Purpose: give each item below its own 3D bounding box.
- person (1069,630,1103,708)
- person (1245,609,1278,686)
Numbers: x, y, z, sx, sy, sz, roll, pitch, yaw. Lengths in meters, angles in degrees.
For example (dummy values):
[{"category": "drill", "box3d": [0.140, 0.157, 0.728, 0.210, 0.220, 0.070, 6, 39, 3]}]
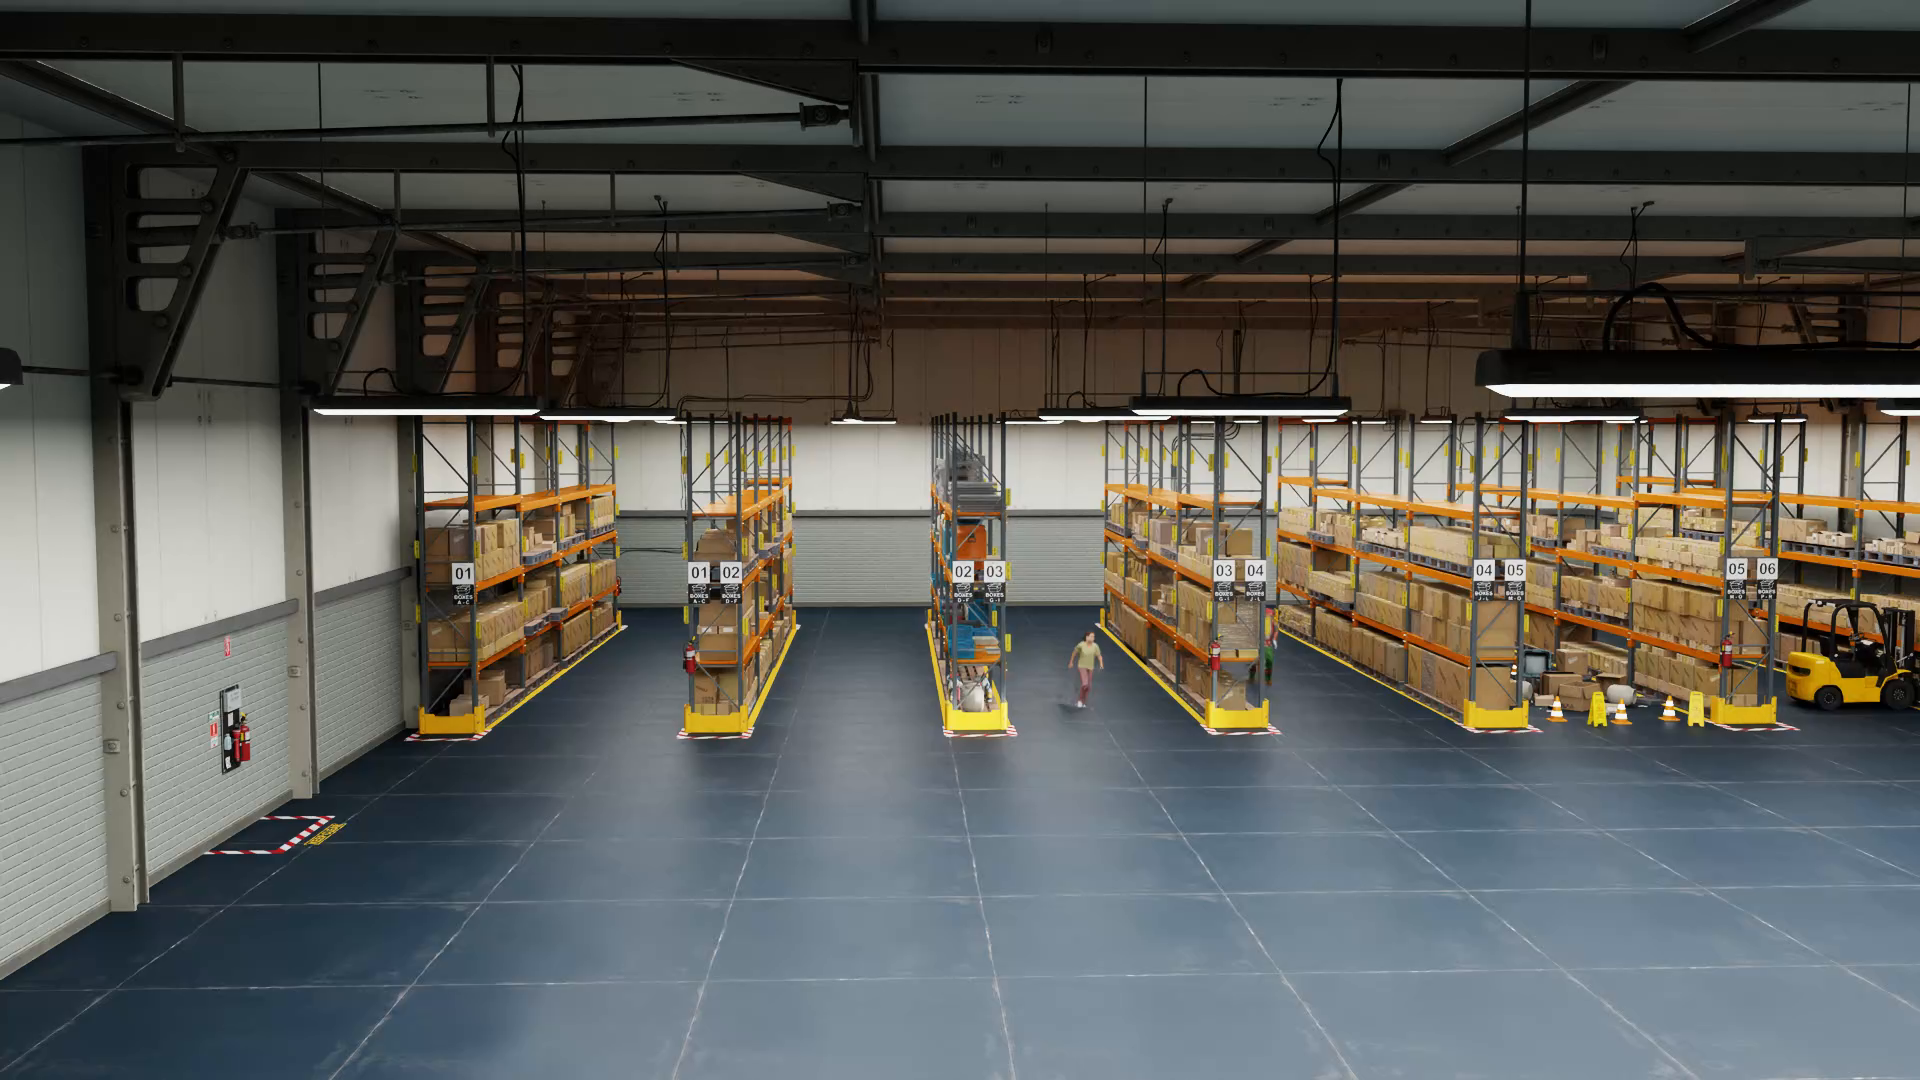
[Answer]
[{"category": "person", "box3d": [2.583, 2.629, 33.621, 0.552, 1.577, 0.744, -1, 4, -20]}, {"category": "person", "box3d": [6.731, 2.363, 36.988, 0.707, 1.704, 0.831, 0, 4, 4]}]
